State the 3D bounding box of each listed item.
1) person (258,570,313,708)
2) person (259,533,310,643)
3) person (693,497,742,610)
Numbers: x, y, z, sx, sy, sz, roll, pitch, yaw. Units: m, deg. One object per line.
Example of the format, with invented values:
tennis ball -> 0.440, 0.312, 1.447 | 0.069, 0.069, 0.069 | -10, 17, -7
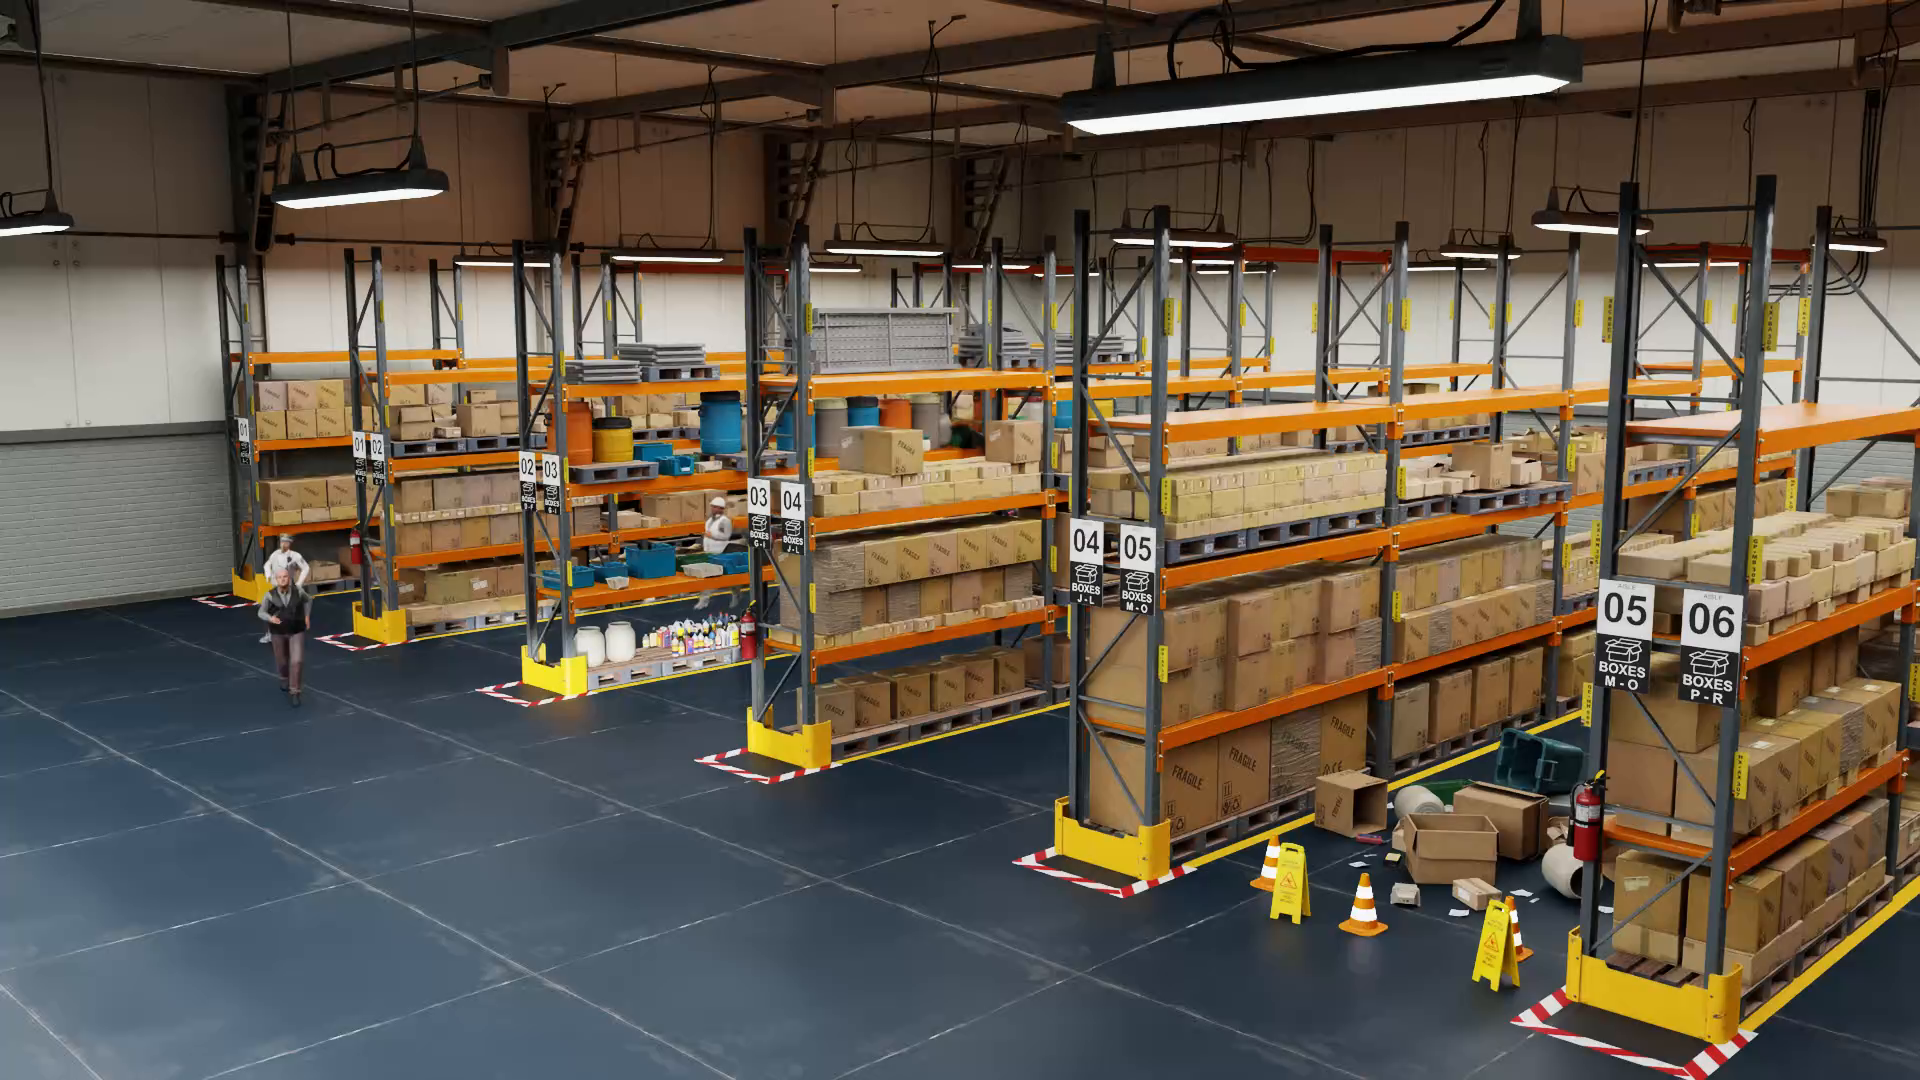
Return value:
person -> -8.781, 1.246, 21.702 | 0.670, 1.735, 0.953 | -3, 9, -22
person -> -10.434, 0.708, 25.678 | 0.674, 1.651, 0.893 | 1, 8, 8
person -> -3.898, 0.219, 26.609 | 0.655, 1.805, 0.898 | 7, 10, 39
